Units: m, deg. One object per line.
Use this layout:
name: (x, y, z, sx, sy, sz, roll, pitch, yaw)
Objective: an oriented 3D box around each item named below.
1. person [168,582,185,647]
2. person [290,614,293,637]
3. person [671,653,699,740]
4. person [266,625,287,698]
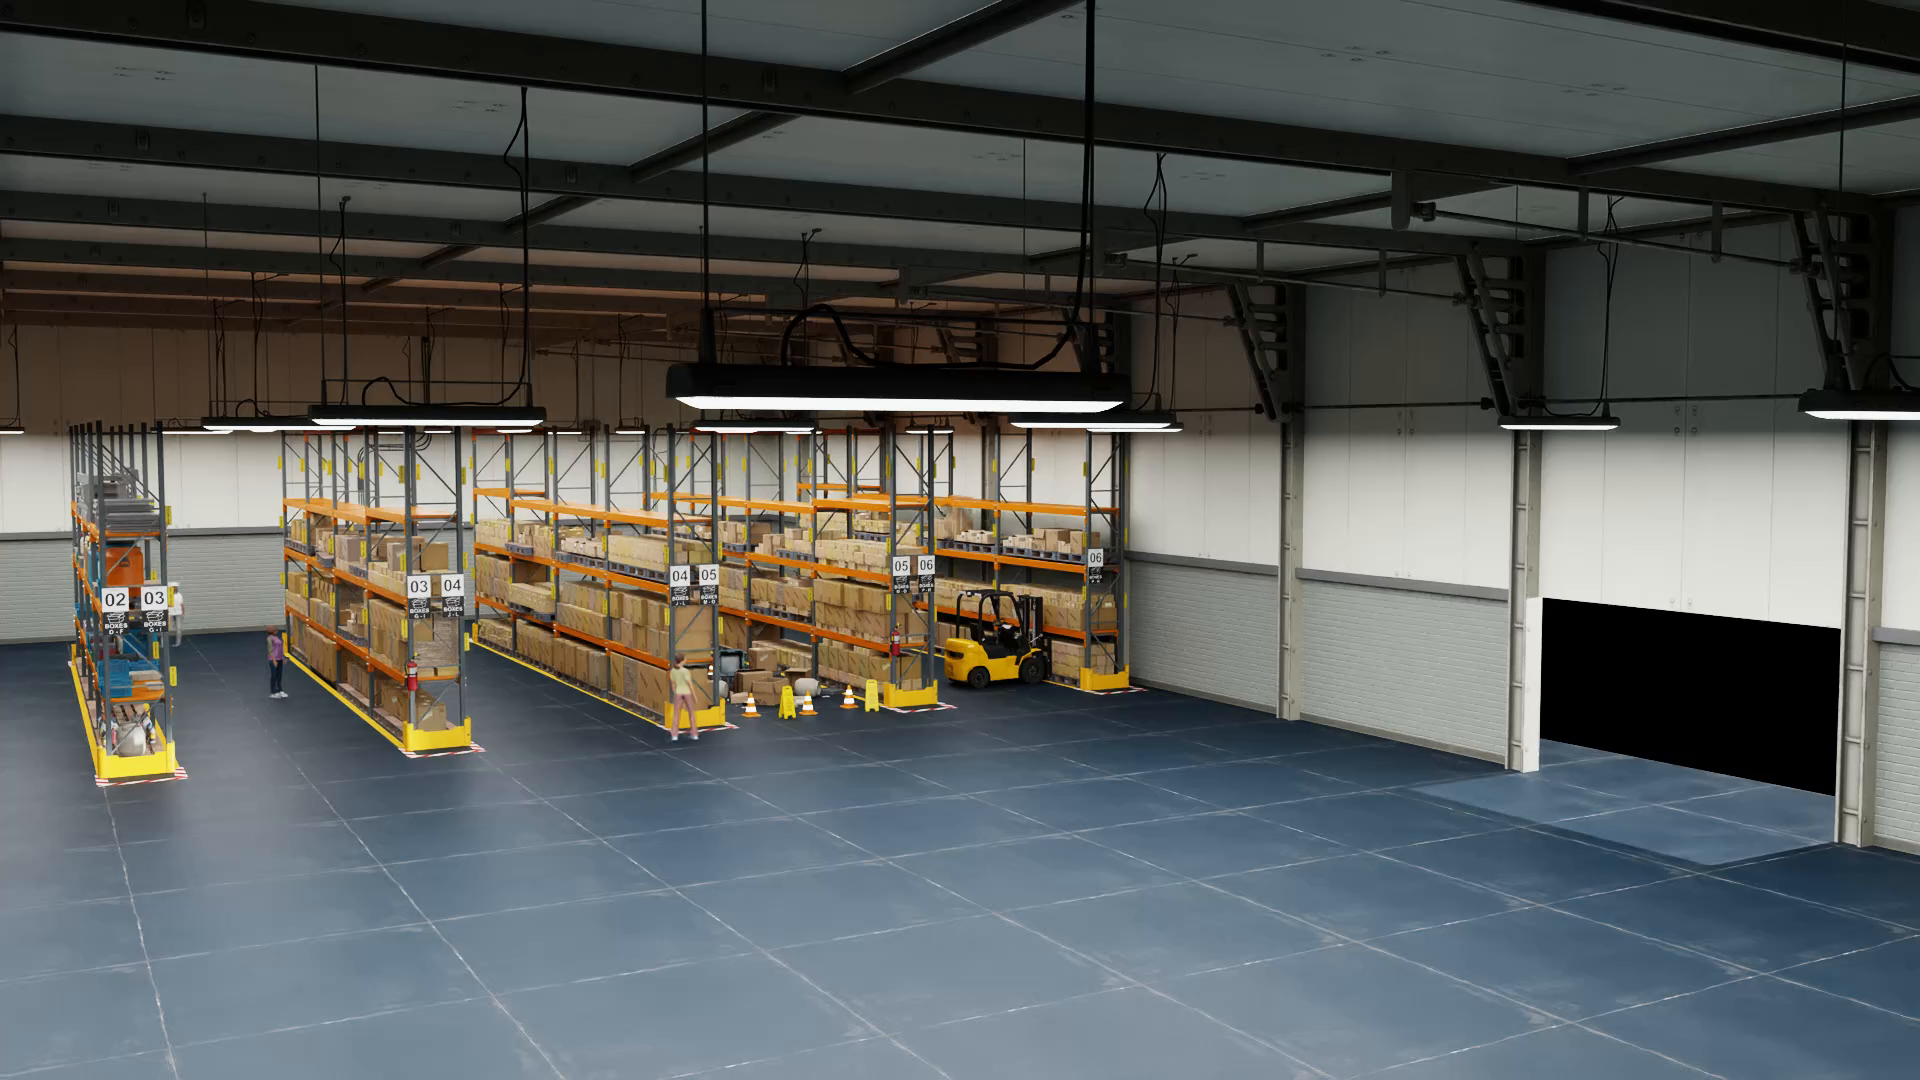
person: (-21.528, 2.037, 45.506, 0.613, 1.767, 0.447, -3, 5, -39)
person: (-18.074, 2.015, 45.437, 0.580, 1.797, 0.420, -3, 4, -36)
person: (-5.184, 2.951, 31.380, 0.542, 1.672, 0.489, 1, 4, 10)
person: (-15.068, 2.668, 36.698, 0.399, 1.615, 0.457, 1, 4, 12)
